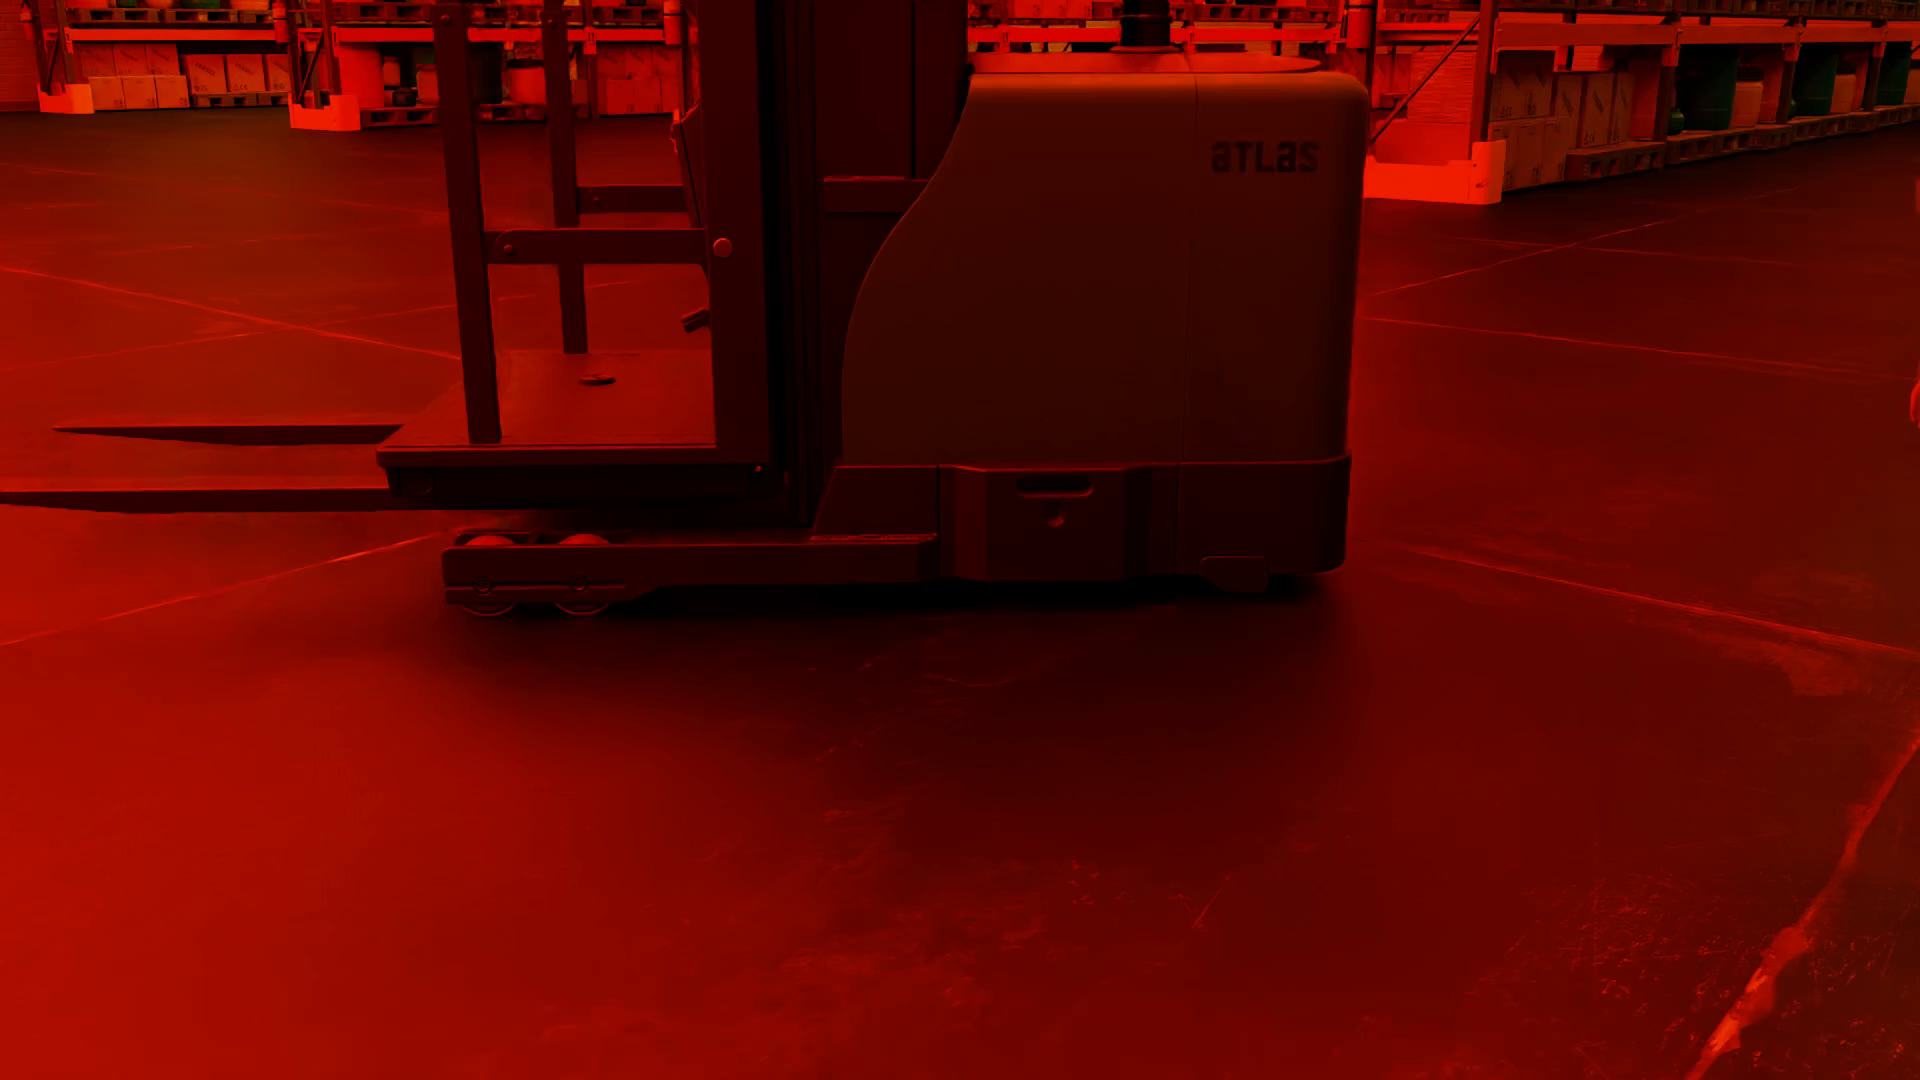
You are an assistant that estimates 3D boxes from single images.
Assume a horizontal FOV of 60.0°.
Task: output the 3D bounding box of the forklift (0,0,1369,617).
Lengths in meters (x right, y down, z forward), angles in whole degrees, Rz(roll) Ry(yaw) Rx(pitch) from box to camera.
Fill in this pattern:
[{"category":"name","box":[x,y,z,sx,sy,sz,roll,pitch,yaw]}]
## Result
[{"category":"forklift","box":[-0.708,-1.401,3.510,3.031,2.935,1.130,-1,17,-2]}]
